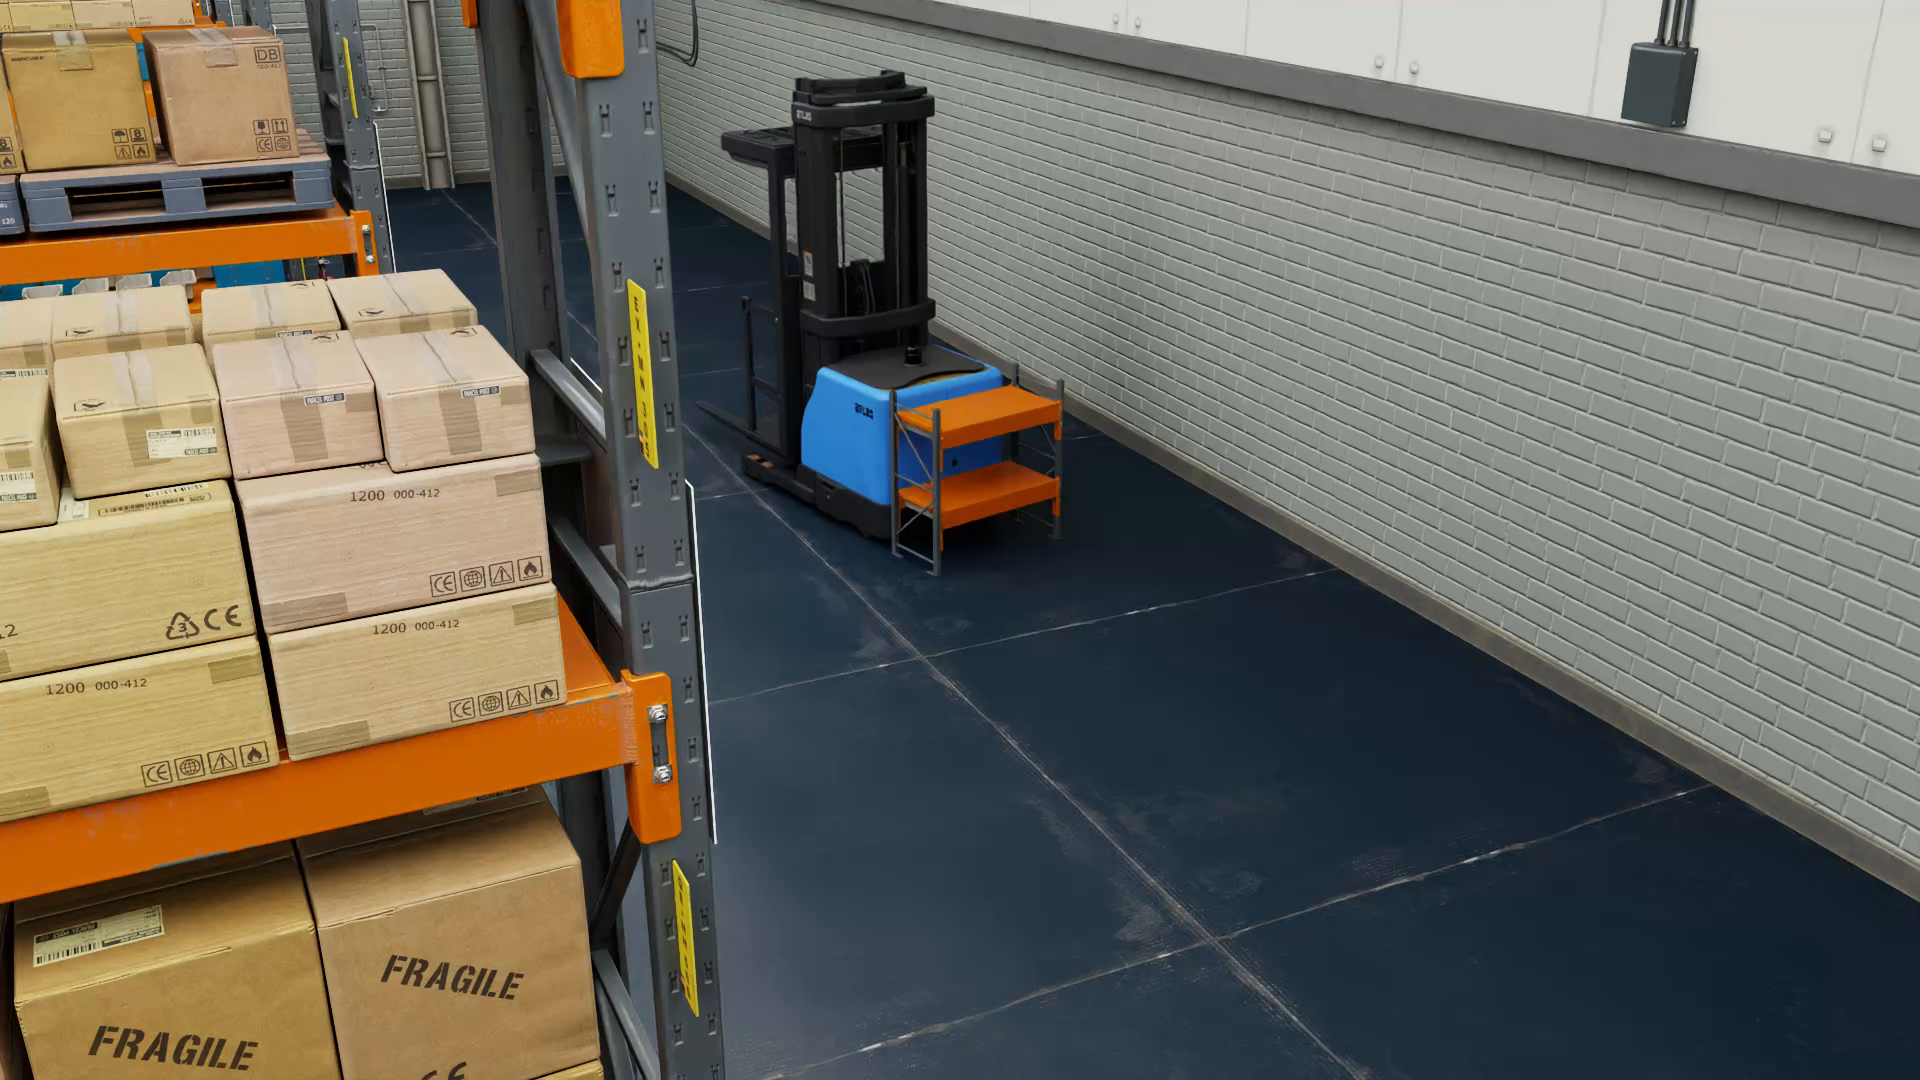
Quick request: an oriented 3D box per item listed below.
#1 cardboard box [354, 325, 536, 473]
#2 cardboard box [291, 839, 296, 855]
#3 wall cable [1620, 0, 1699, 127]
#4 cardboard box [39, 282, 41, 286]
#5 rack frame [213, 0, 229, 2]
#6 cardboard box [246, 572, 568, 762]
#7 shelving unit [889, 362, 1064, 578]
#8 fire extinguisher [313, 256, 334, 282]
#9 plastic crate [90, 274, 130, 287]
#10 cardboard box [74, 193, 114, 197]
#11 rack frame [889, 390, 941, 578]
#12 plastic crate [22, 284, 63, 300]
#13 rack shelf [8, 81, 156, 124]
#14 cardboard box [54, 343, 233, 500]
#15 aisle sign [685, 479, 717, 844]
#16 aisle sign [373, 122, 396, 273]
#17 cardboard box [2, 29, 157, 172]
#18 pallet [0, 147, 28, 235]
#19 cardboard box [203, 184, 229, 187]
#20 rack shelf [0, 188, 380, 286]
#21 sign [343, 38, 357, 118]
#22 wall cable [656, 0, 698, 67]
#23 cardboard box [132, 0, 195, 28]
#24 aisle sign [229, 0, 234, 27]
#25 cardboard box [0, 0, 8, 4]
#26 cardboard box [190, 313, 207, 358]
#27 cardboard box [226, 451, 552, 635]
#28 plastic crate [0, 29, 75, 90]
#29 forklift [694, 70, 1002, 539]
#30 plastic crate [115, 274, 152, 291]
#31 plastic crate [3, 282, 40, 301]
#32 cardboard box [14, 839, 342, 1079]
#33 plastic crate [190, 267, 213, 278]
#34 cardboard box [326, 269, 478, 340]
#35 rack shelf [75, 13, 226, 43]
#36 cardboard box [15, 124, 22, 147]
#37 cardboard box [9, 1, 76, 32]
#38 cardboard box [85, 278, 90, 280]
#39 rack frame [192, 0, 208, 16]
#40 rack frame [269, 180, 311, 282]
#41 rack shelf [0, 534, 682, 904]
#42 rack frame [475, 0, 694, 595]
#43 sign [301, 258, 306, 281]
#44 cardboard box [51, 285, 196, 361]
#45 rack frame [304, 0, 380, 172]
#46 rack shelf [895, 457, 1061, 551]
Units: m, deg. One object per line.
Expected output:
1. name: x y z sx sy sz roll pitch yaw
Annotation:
1. cardboard box: -0.959 -0.269 3.076 0.250 0.149 0.380 -11 25 -24
2. cardboard box: -1.758 0.730 3.737 0.500 0.500 0.500 -10 24 -22
3. wall cable: 3.743 -4.428 5.975 0.120 5.999 2.277 -10 25 -24
4. cardboard box: -9.053 -2.534 16.137 0.637 0.503 0.797 -10 25 -24
5. rack frame: -7.140 -6.606 15.442 0.127 3.000 1.000 -10 25 -24
6. cardboard box: -1.082 0.157 3.223 0.500 0.250 0.500 -11 25 -25
7. shelving unit: 0.115 -0.477 10.933 1.048 1.125 0.538 -17 28 -35
8. fire extinguisher: -4.662 -1.787 12.233 0.183 0.674 0.296 -10 25 -24
9. plastic crate: -6.296 -1.967 12.347 0.298 0.136 0.250 -10 25 -24
10. cardboard box: -8.343 -3.544 15.758 0.500 0.500 0.500 -10 25 -23
11. rack frame: -0.286 -0.358 10.644 0.032 1.125 0.500 -17 28 -35
12. plastic crate: -6.418 -1.681 11.656 0.250 0.136 0.298 -10 25 -24
13. rack shelf: -6.797 -2.848 11.227 4.000 0.370 1.077 -10 25 -24
14. cardboard box: -1.455 -0.219 2.955 0.250 0.149 0.380 -11 25 -25
15. aisle sign: -0.591 0.197 3.453 0.004 0.787 0.394 -10 25 -24
16. aisle sign: -2.652 -1.529 7.623 0.004 0.787 0.394 -10 25 -24
17. cardboard box: -3.851 -1.935 7.270 0.500 0.500 0.700 -11 25 -26
18. pallet: -4.612 -1.434 6.986 1.213 0.211 1.003 -10 25 -24
19. cardboard box: -7.425 -3.712 16.165 0.500 0.500 0.500 -10 24 -22
20. rack shelf: -4.649 -1.141 7.103 4.000 0.370 1.077 -10 25 -24
21. sign: -2.624 -1.988 7.156 0.005 0.325 0.100 -10 25 -24
22. wall cable: -4.040 -7.693 22.128 0.112 2.526 3.097 -10 25 -24
23. cardboard box: -7.488 -4.974 15.619 0.500 0.250 0.500 -10 25 -24
24. aisle sign: -6.946 -4.941 15.865 0.004 0.787 0.394 -10 25 -24
25. cardboard box: -8.842 -4.958 14.927 0.500 0.250 0.500 -10 25 -24
26. cardboard box: -3.847 -0.764 8.001 0.500 0.500 0.500 -11 25 -25
27. cardboard box: -1.091 -0.077 3.134 0.500 0.250 0.500 -11 25 -25
28. plastic crate: -6.491 -3.325 11.519 0.767 0.338 0.504 -10 25 -24
29. forklift: -0.972 -1.863 11.918 1.130 2.935 3.031 -16 27 -33
30. plastic crate: -5.919 -1.791 11.922 0.243 0.136 0.396 -10 25 -24
31. plastic crate: -6.817 -1.881 12.012 0.300 0.233 0.416 -10 25 -24
32. cardboard box: -1.548 0.907 3.310 0.500 0.500 0.500 -11 25 -25
33. plastic crate: -5.685 -2.080 12.619 0.298 0.136 0.250 -10 25 -24
34. cardboard box: -1.177 -0.450 3.514 0.250 0.149 0.380 -11 25 -24
35. rack shelf: -8.942 -4.556 15.352 4.000 0.370 1.077 -10 25 -24
36. cardboard box: -8.804 -3.917 15.352 0.500 0.500 0.500 -10 24 -22
37. cardboard box: -8.389 -4.808 15.217 0.500 0.250 0.500 -10 25 -24
38. cardboard box: -8.392 -2.444 16.253 0.500 0.250 0.500 -10 25 -24
39. rack frame: -9.292 -5.540 20.713 0.127 3.000 1.000 -10 25 -24
40. rack frame: -4.995 -2.126 12.464 0.127 3.000 1.000 -10 25 -24
41. rack shelf: -2.589 0.585 2.933 4.000 0.370 1.077 -10 25 -24
42. rack frame: -0.787 -1.465 3.024 0.127 3.000 1.000 -10 25 -24
43. sign: -4.742 -2.015 11.982 0.005 0.325 0.100 -10 25 -24
44. cardboard box: -1.691 -0.394 3.379 0.250 0.149 0.380 -10 25 -24
45. rack frame: -2.847 -3.191 7.193 0.127 3.000 1.000 -10 25 -24
46. rack shelf: 0.115 -0.251 11.026 1.000 0.278 0.538 -17 28 -35
